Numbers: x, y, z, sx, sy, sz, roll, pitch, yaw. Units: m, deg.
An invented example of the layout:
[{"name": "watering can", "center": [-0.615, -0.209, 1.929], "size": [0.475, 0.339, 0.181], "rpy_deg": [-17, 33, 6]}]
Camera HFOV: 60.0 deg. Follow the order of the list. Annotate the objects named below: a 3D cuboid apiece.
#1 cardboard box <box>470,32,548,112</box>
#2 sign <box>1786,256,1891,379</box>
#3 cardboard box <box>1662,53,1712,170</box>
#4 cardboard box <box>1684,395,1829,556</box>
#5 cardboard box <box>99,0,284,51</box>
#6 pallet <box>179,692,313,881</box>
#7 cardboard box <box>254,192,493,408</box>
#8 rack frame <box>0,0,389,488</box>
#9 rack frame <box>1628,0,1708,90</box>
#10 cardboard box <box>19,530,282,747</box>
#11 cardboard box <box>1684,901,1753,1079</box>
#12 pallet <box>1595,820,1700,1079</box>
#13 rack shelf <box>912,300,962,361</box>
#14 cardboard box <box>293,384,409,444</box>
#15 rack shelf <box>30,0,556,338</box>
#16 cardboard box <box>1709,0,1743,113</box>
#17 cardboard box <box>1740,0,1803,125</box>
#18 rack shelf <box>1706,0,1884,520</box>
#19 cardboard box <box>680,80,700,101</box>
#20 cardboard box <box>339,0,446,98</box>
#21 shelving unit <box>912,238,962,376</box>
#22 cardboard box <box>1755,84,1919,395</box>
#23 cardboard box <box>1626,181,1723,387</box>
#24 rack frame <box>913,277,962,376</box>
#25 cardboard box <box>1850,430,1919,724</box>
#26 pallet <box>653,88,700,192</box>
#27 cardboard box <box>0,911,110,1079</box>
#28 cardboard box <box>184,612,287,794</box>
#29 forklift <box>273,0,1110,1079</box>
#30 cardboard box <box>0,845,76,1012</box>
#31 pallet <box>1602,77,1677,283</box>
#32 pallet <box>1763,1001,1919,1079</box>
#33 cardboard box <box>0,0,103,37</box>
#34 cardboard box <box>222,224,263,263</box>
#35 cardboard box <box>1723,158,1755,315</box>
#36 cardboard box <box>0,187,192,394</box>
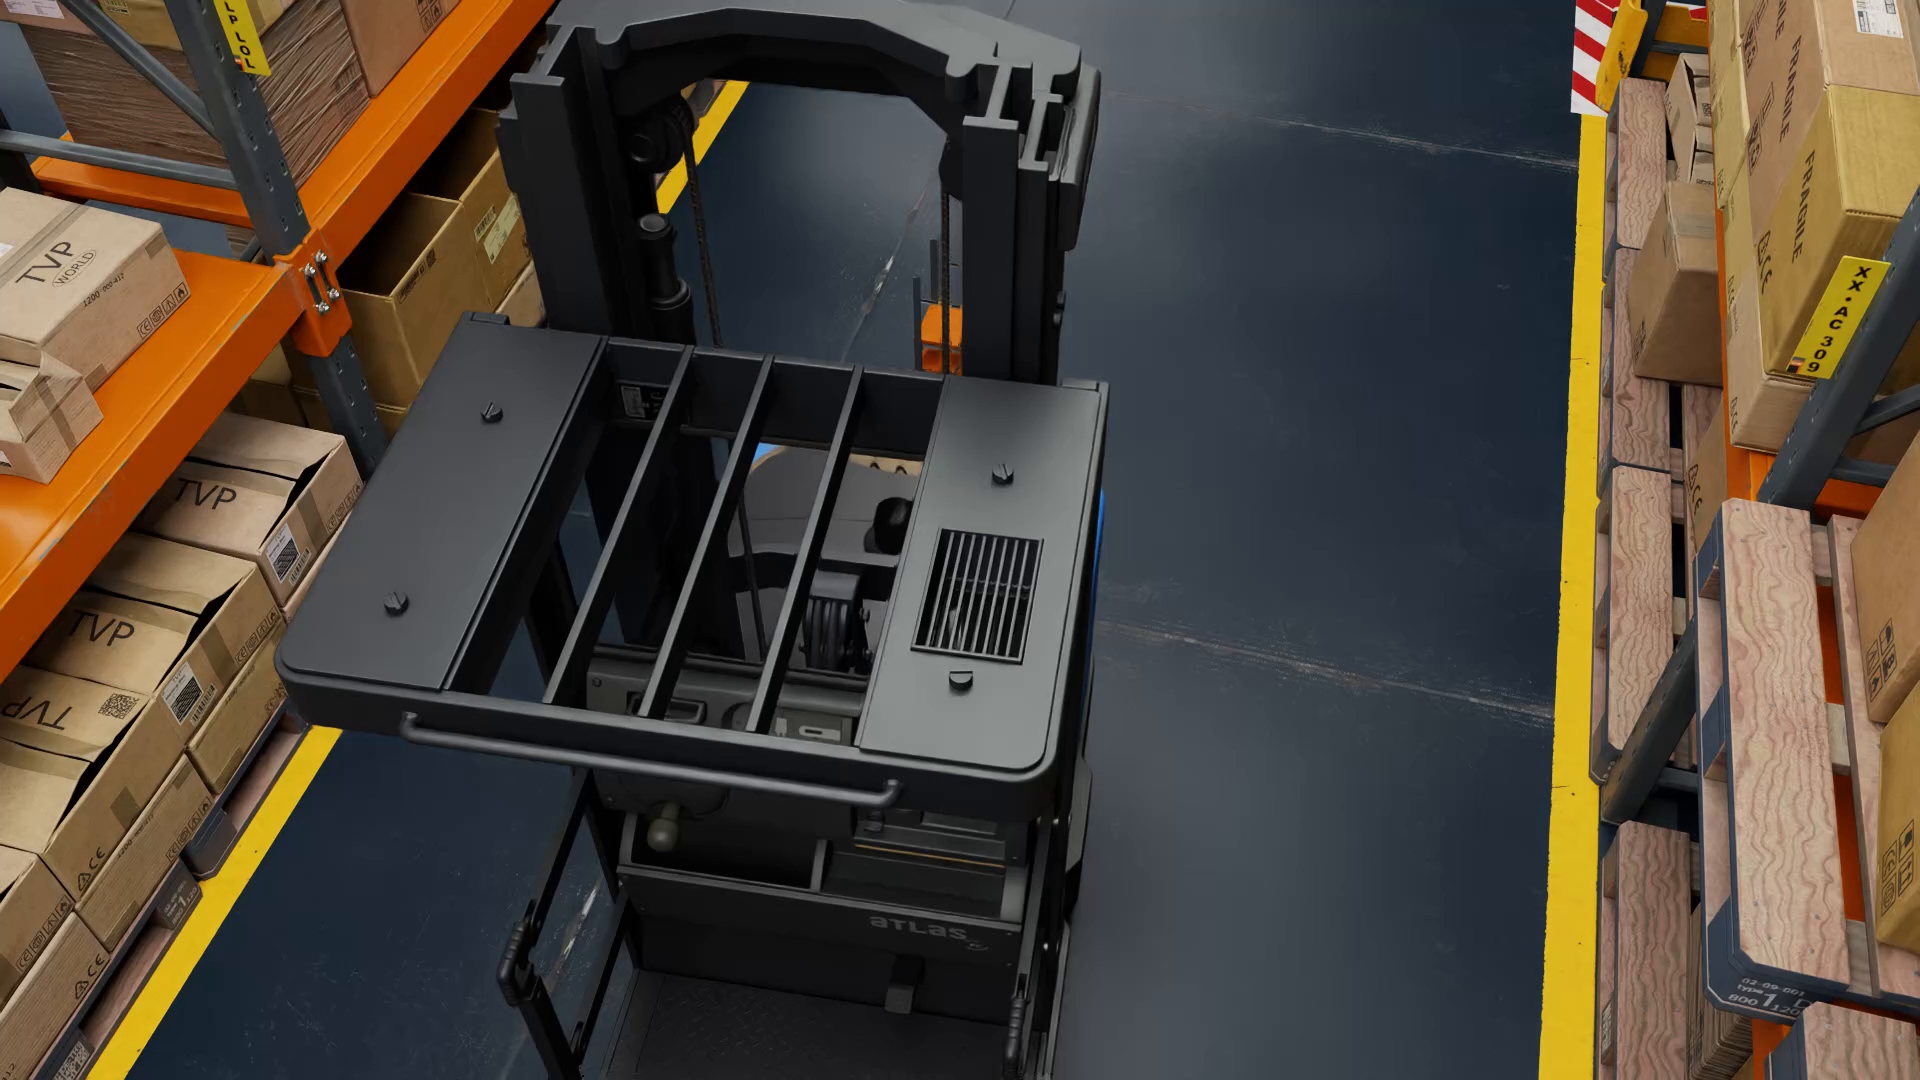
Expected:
[{"name": "cardboard box", "center": [-1.671, -1.537, 6.160], "size": [0.500, 0.500, 0.500], "rpy_deg": [12, 50, 10]}, {"name": "sign", "center": [1.897, -0.476, 3.592], "size": [0.100, 0.325, 0.005], "rpy_deg": [12, 50, 10]}, {"name": "cardboard box", "center": [3.206, -1.755, 6.798], "size": [0.500, 0.311, 0.500], "rpy_deg": [7, 49, 6]}, {"name": "cardboard box", "center": [2.657, -0.165, 5.269], "size": [0.500, 0.500, 0.500], "rpy_deg": [8, 49, 7]}, {"name": "cardboard box", "center": [-2.100, -1.467, 4.545], "size": [0.380, 0.149, 0.250], "rpy_deg": [11, 50, 10]}, {"name": "pallet", "center": [-2.514, 0.400, 5.256], "size": [1.003, 0.211, 1.213], "rpy_deg": [12, 50, 10]}, {"name": "cardboard box", "center": [-1.934, -0.814, 5.521], "size": [0.500, 0.500, 0.500], "rpy_deg": [12, 50, 10]}, {"name": "rack frame", "center": [-2.358, -1.063, 4.688], "size": [1.000, 3.000, 0.127], "rpy_deg": [12, 50, 10]}, {"name": "rack frame", "center": [3.475, -2.982, 6.381], "size": [1.000, 3.000, 0.127], "rpy_deg": [12, 50, 10]}, {"name": "cardboard box", "center": [-2.319, 0.249, 4.709], "size": [0.500, 0.311, 0.500], "rpy_deg": [13, 50, 11]}, {"name": "cardboard box", "center": [2.245, 1.129, 4.127], "size": [0.700, 0.500, 0.500], "rpy_deg": [13, 50, 11]}, {"name": "pallet", "center": [2.219, 1.398, 4.375], "size": [1.003, 0.211, 1.213], "rpy_deg": [12, 50, 10]}, {"name": "rack shelf", "center": [0.004, -0.616, 5.073], "size": [0.258, 0.103, 0.180], "rpy_deg": [12, 50, 10]}, {"name": "cardboard box", "center": [-1.943, -0.568, 5.804], "size": [0.500, 0.250, 0.500], "rpy_deg": [12, 50, 10]}, {"name": "rack shelf", "center": [-1.831, -2.272, 6.234], "size": [1.077, 0.370, 4.000], "rpy_deg": [12, 50, 10]}, {"name": "cardboard box", "center": [2.642, -1.537, 5.193], "size": [0.500, 0.250, 0.500], "rpy_deg": [12, 50, 10]}, {"name": "cardboard box", "center": [2.517, -1.421, 4.590], "size": [0.500, 0.500, 0.500], "rpy_deg": [10, 49, 9]}, {"name": "rack shelf", "center": [2.949, -1.297, 5.374], "size": [1.077, 0.370, 4.000], "rpy_deg": [12, 50, 10]}, {"name": "cardboard box", "center": [-1.411, -2.013, 7.080], "size": [0.500, 0.250, 0.500], "rpy_deg": [12, 50, 10]}, {"name": "cardboard box", "center": [-2.114, -1.801, 5.272], "size": [0.700, 0.500, 0.500], "rpy_deg": [11, 50, 10]}, {"name": "shelving unit", "center": [0.004, -0.408, 5.309], "size": [0.258, 1.200, 0.189], "rpy_deg": [12, 50, 10]}, {"name": "cardboard box", "center": [2.248, -0.696, 3.950], "size": [0.500, 0.500, 0.500], "rpy_deg": [11, 50, 10]}, {"name": "cardboard box", "center": [2.815, -0.884, 5.903], "size": [0.700, 0.500, 0.500], "rpy_deg": [9, 49, 8]}, {"name": "rack frame", "center": [-0.020, -0.341, 5.251], "size": [0.240, 1.200, 0.006], "rpy_deg": [12, 50, 10]}, {"name": "cardboard box", "center": [2.255, 0.094, 3.306], "size": [0.700, 0.500, 0.500], "rpy_deg": [12, 50, 10]}, {"name": "pallet", "center": [-1.789, -1.593, 7.015], "size": [1.003, 0.211, 1.213], "rpy_deg": [12, 50, 10]}, {"name": "cardboard box", "center": [-2.592, 1.168, 4.272], "size": [0.500, 0.250, 0.500], "rpy_deg": [12, 50, 11]}, {"name": "cardboard box", "center": [-2.322, 0.430, 4.923], "size": [0.500, 0.250, 0.500], "rpy_deg": [11, 49, 9]}, {"name": "forklift", "center": [-0.343, 0.589, 3.275], "size": [1.130, 2.935, 3.031], "rpy_deg": [7, 49, 6]}, {"name": "cardboard box", "center": [-2.588, 0.973, 4.071], "size": [0.500, 0.311, 0.500], "rpy_deg": [11, 49, 10]}, {"name": "pallet", "center": [3.207, -1.423, 6.865], "size": [1.003, 0.211, 1.213], "rpy_deg": [12, 50, 10]}, {"name": "pallet", "center": [1.851, 1.429, 2.616], "size": [1.003, 0.211, 1.213], "rpy_deg": [12, 50, 10]}, {"name": "cardboard box", "center": [-2.493, -1.550, 4.618], "size": [0.380, 0.149, 0.250], "rpy_deg": [12, 50, 10]}, {"name": "cardboard box", "center": [-2.304, -1.278, 5.931], "size": [0.500, 0.500, 0.500], "rpy_deg": [12, 50, 10]}, {"name": "cardboard box", "center": [2.394, -0.806, 4.548], "size": [0.500, 0.250, 0.500], "rpy_deg": [12, 50, 10]}, {"name": "cardboard box", "center": [-2.445, -0.649, 4.422], "size": [0.500, 0.250, 0.500], "rpy_deg": [14, 50, 12]}]
